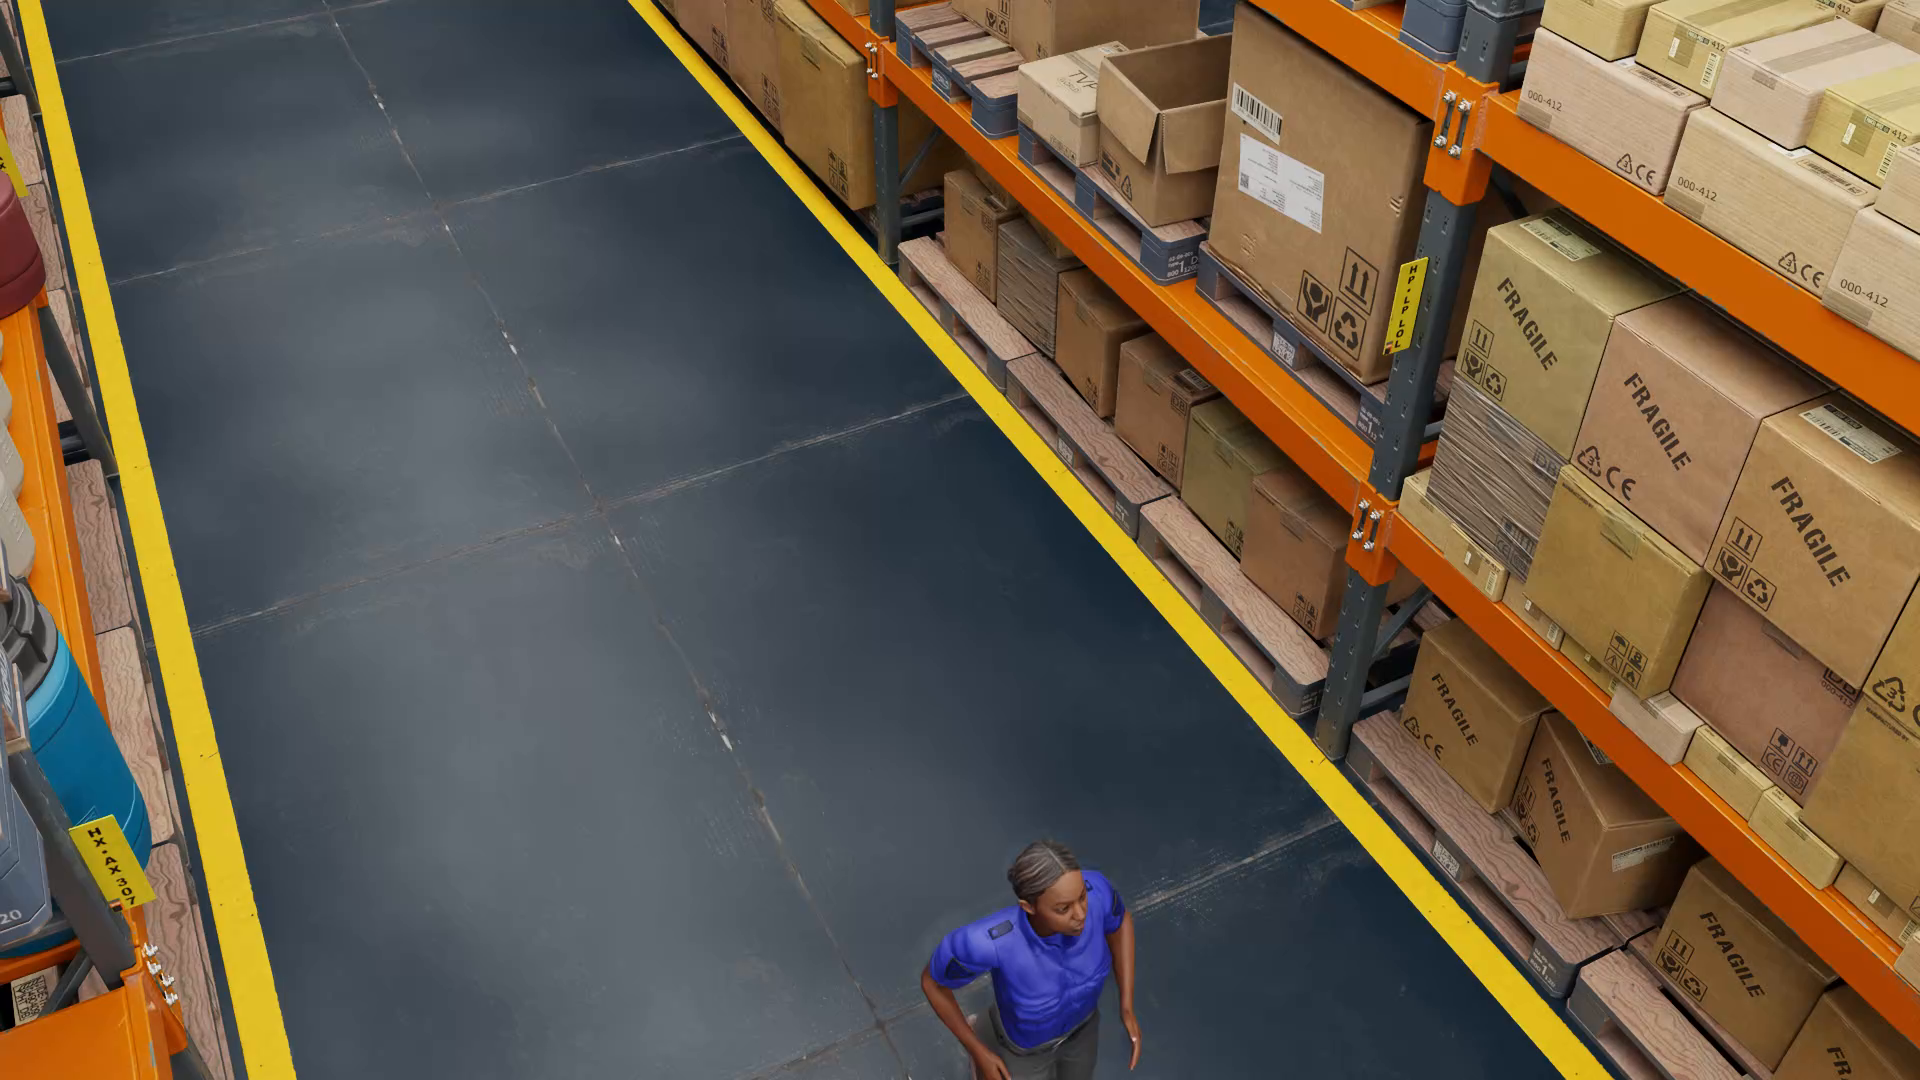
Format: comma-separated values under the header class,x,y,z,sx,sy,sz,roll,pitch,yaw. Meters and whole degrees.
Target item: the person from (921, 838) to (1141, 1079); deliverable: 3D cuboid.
class,x,y,z,sx,sy,sz,roll,pitch,yaw
person,0.197,1.347,4.670,0.605,1.653,0.750,-24,47,-25
